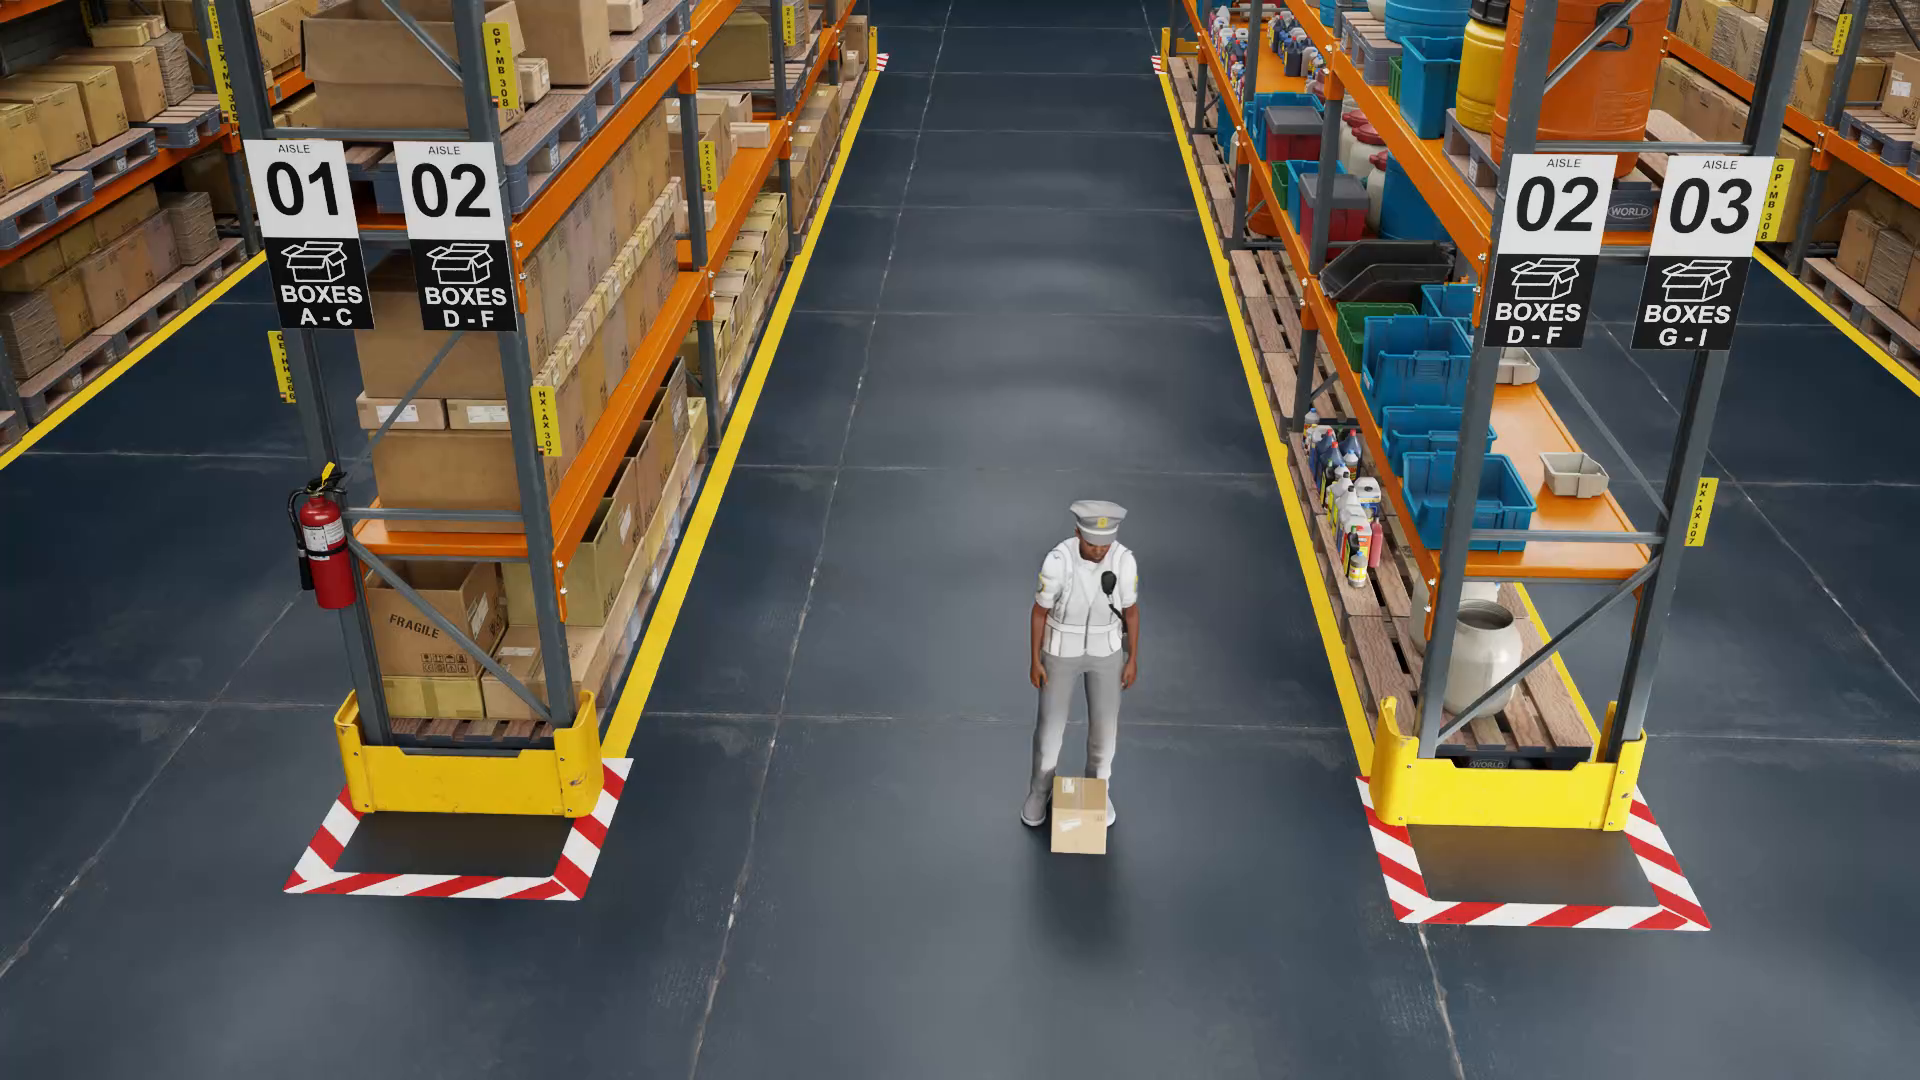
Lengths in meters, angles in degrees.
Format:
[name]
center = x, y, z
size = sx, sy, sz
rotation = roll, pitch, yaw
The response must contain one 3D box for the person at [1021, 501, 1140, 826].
[person]
center = 0.553, 0.546, 7.600
size = 0.530, 1.660, 0.398
rotation = -1, 28, -1
